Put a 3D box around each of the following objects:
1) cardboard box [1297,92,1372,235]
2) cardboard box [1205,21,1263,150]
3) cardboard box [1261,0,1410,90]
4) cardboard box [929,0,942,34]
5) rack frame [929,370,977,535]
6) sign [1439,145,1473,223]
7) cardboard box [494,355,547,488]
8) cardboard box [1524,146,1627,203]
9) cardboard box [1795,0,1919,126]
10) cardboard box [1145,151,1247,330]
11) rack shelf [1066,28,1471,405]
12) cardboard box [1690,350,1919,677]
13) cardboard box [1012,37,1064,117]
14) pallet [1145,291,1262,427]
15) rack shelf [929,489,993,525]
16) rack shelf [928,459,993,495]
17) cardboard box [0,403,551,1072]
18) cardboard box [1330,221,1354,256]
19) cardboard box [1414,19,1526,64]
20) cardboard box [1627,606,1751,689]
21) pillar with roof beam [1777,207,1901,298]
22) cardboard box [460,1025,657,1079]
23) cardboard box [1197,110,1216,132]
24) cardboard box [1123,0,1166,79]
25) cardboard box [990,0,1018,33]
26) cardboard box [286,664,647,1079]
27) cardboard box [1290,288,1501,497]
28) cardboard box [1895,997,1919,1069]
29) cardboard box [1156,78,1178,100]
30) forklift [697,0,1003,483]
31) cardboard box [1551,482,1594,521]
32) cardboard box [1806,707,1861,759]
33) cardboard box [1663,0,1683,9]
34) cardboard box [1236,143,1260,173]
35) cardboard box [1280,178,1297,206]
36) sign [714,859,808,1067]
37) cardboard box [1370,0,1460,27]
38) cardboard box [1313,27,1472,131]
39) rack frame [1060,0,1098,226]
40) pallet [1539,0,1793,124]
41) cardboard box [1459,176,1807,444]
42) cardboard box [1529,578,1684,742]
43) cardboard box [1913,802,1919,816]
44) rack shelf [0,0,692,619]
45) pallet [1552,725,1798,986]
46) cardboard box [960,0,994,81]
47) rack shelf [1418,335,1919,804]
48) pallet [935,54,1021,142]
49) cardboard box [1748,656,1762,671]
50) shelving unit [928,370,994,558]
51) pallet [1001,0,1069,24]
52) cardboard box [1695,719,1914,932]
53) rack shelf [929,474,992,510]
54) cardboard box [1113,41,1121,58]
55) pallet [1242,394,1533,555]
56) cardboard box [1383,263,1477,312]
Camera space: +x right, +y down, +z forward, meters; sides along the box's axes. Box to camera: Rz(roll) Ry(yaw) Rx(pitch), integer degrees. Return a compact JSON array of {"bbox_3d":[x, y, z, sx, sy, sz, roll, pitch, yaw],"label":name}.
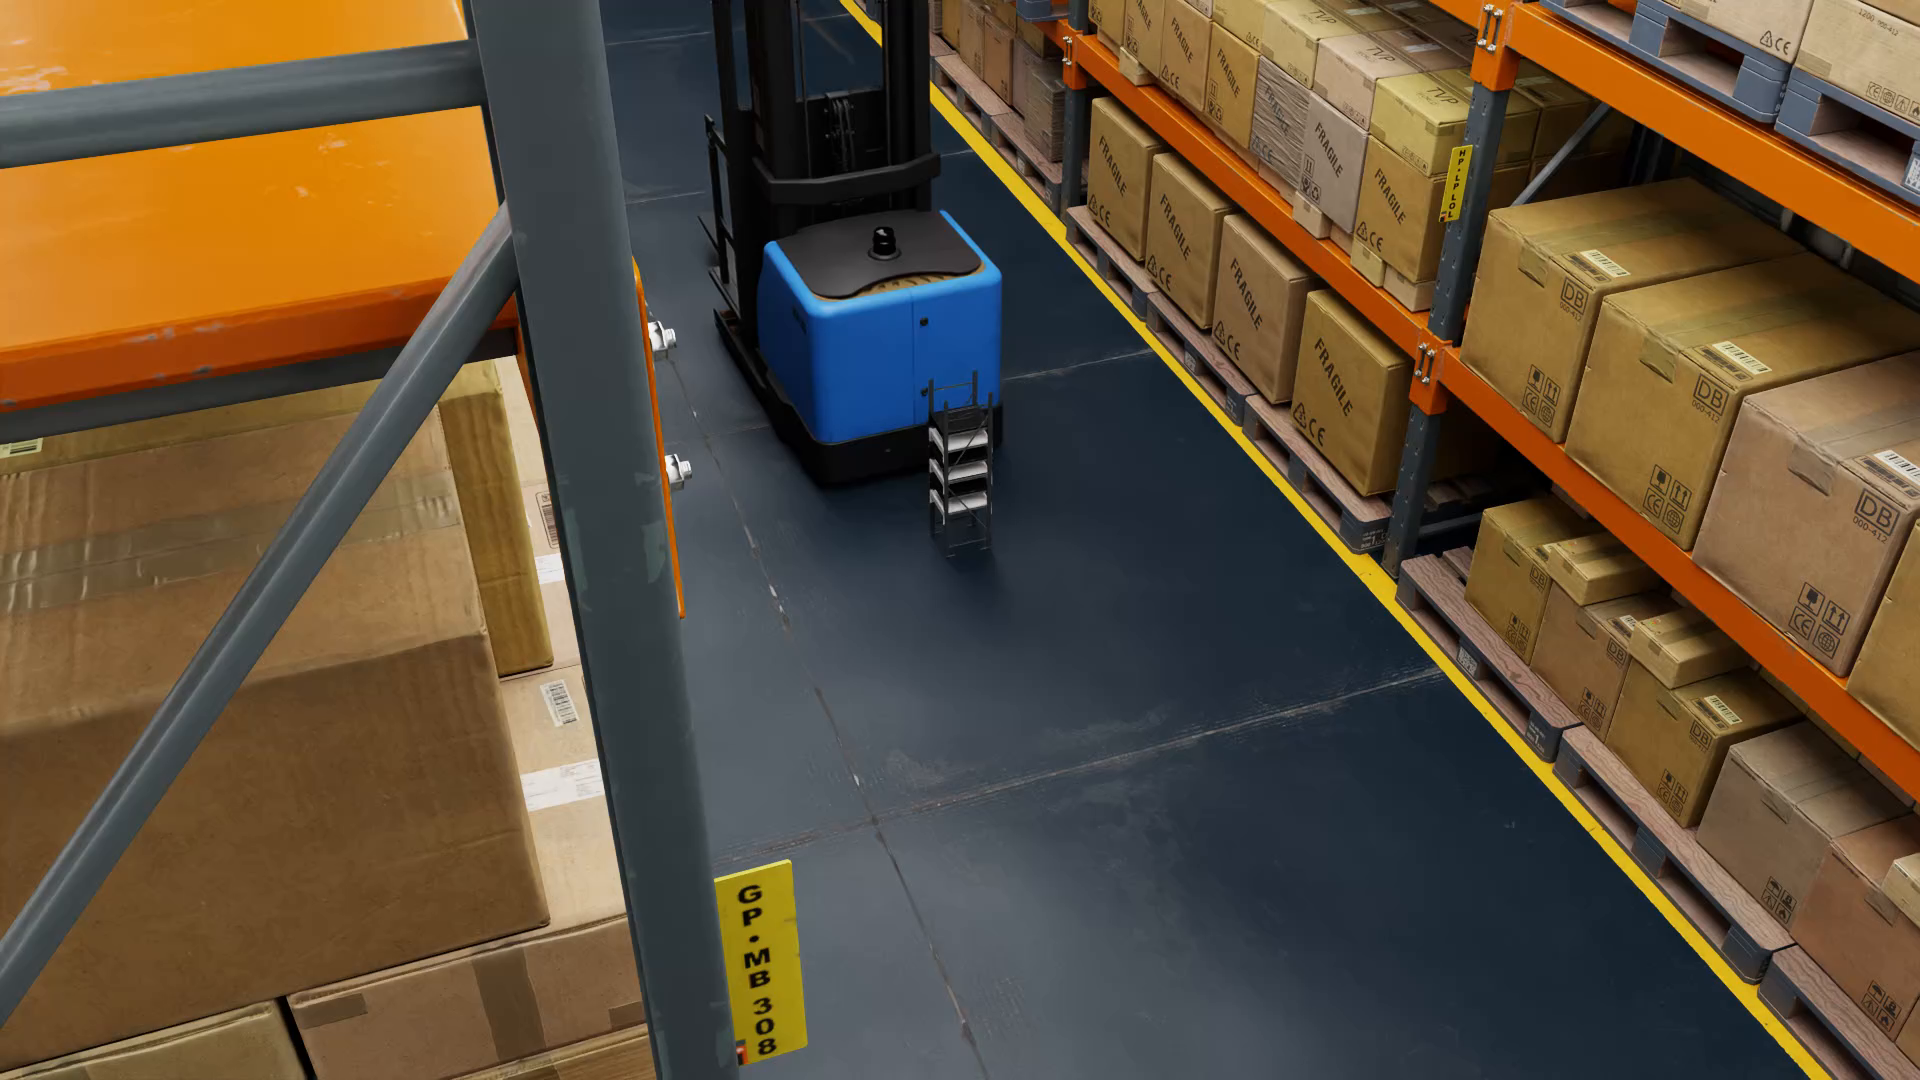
[{"bbox_3d":[1.953,-1.801,7.801,0.500,0.500,0.500,-12,39,-16],"label":"cardboard box"},{"bbox_3d":[1.611,-2.368,8.554,0.500,0.500,0.500,-11,38,-15],"label":"cardboard box"},{"bbox_3d":[1.790,-2.396,7.968,0.500,0.250,0.500,-12,39,-15],"label":"cardboard box"},{"bbox_3d":[0.049,-4.424,13.342,0.700,0.500,0.500,-11,38,-14],"label":"cardboard box"},{"bbox_3d":[-0.032,-0.412,8.049,0.240,0.900,0.006,-12,39,-16],"label":"rack frame"},{"bbox_3d":[2.027,-1.453,6.789,0.100,0.325,0.005,-12,39,-16],"label":"sign"},{"bbox_3d":[-1.016,-0.100,3.105,0.500,0.250,0.500,-12,39,-16],"label":"cardboard box"},{"bbox_3d":[2.612,-1.619,7.559,0.500,0.500,0.500,-14,39,-17],"label":"cardboard box"},{"bbox_3d":[2.869,-1.462,4.897,0.500,0.250,0.500,-13,39,-17],"label":"cardboard box"},{"bbox_3d":[1.582,-1.770,9.544,0.750,0.750,0.750,-13,39,-16],"label":"cardboard box"},{"bbox_3d":[1.845,-1.982,8.987,1.077,0.370,4.000,-12,39,-16],"label":"rack shelf"},{"bbox_3d":[3.210,-0.127,5.677,0.980,0.700,0.700,-14,39,-18],"label":"cardboard box"},{"bbox_3d":[0.792,-3.288,11.834,0.700,0.500,0.500,-13,39,-16],"label":"cardboard box"},{"bbox_3d":[1.773,-1.137,9.584,1.003,0.211,1.213,-12,39,-16],"label":"pallet"},{"bbox_3d":[0.003,-0.184,8.102,0.258,0.077,0.200,-12,39,-16],"label":"rack shelf"},{"bbox_3d":[0.003,-0.328,7.993,0.258,0.077,0.200,-12,39,-16],"label":"rack shelf"},{"bbox_3d":[-0.932,0.223,2.053,0.700,0.500,0.500,-12,39,-16],"label":"cardboard box"},{"bbox_3d":[1.995,-1.473,7.905,0.380,0.149,0.250,-11,38,-15],"label":"cardboard box"},{"bbox_3d":[2.433,-2.214,7.726,0.500,0.250,0.500,-12,39,-15],"label":"cardboard box"},{"bbox_3d":[2.821,0.402,6.413,0.380,0.149,0.250,-14,39,-17],"label":"cardboard box"},{"bbox_3d":[-0.456,-2.428,3.995,9.100,9.000,0.400,-12,39,-16],"label":"pillar with roof beam"},{"bbox_3d":[-0.678,0.666,2.504,0.500,0.250,0.500,-12,39,-16],"label":"cardboard box"},{"bbox_3d":[1.522,-2.352,9.072,0.380,0.149,0.250,-12,39,-15],"label":"cardboard box"},{"bbox_3d":[1.255,-2.941,9.314,0.500,0.500,0.500,-11,38,-14],"label":"cardboard box"},{"bbox_3d":[0.541,-3.897,12.019,0.500,0.250,0.500,-13,39,-16],"label":"cardboard box"},{"bbox_3d":[-0.672,0.466,2.355,0.500,0.250,0.500,-12,39,-16],"label":"cardboard box"},{"bbox_3d":[2.188,-0.789,8.242,0.750,0.750,0.750,-12,39,-15],"label":"cardboard box"},{"bbox_3d":[3.575,1.576,5.393,0.700,0.500,0.500,-12,39,-16],"label":"cardboard box"},{"bbox_3d":[1.345,-2.645,9.460,0.380,0.149,0.250,-13,39,-16],"label":"cardboard box"},{"bbox_3d":[-0.802,-2.347,8.929,1.130,2.935,3.031,-14,39,-18],"label":"forklift"},{"bbox_3d":[2.831,-0.248,7.275,0.380,0.149,0.250,-13,39,-16],"label":"cardboard box"},{"bbox_3d":[3.368,0.630,6.110,0.380,0.149,0.250,-12,39,-15],"label":"cardboard box"},{"bbox_3d":[2.524,-2.041,5.666,0.500,0.250,0.500,-13,39,-16],"label":"cardboard box"},{"bbox_3d":[1.675,-2.059,8.683,0.380,0.149,0.250,-11,38,-15],"label":"cardboard box"},{"bbox_3d":[1.827,-1.762,8.288,0.380,0.149,0.250,-12,39,-16],"label":"cardboard box"},{"bbox_3d":[-0.231,0.488,1.890,0.100,0.325,0.005,-12,39,-16],"label":"sign"},{"bbox_3d":[2.256,-2.496,8.101,0.500,0.250,0.500,-14,39,-17],"label":"cardboard box"},{"bbox_3d":[1.966,-2.108,7.585,0.500,0.250,0.500,-12,39,-15],"label":"cardboard box"},{"bbox_3d":[1.157,-3.399,10.270,1.000,3.000,0.127,-12,39,-16],"label":"rack frame"},{"bbox_3d":[2.805,-1.838,5.778,1.003,0.211,1.213,-12,39,-16],"label":"pallet"},{"bbox_3d":[2.705,-0.950,6.769,0.980,0.700,0.700,-12,39,-15],"label":"cardboard box"},{"bbox_3d":[2.864,0.419,6.929,0.700,0.500,0.500,-13,39,-16],"label":"cardboard box"},{"bbox_3d":[3.545,0.918,5.727,0.380,0.149,0.250,-12,39,-16],"label":"cardboard box"},{"bbox_3d":[-1.428,-1.090,2.818,1.077,0.370,4.000,-12,39,-16],"label":"rack shelf"},{"bbox_3d":[3.145,1.110,6.601,1.003,0.211,1.213,-12,39,-16],"label":"pallet"},{"bbox_3d":[0.412,-3.846,12.575,0.700,0.500,0.500,-12,39,-15],"label":"cardboard box"},{"bbox_3d":[3.222,0.277,5.987,1.077,0.370,4.000,-12,39,-16],"label":"rack shelf"},{"bbox_3d":[0.473,-3.415,12.609,1.003,0.211,1.213,-12,39,-16],"label":"pallet"},{"bbox_3d":[3.192,0.341,6.493,0.380,0.149,0.250,-12,39,-15],"label":"cardboard box"},{"bbox_3d":[0.003,-0.355,7.973,0.258,0.900,0.210,-12,39,-16],"label":"shelving unit"},{"bbox_3d":[0.812,-3.703,10.833,1.213,0.211,1.003,-12,39,-16],"label":"pallet"},{"bbox_3d":[3.229,1.009,6.146,0.700,0.500,0.500,-14,39,-17],"label":"cardboard box"},{"bbox_3d":[0.003,-0.256,8.047,0.258,0.077,0.200,-12,39,-16],"label":"rack shelf"},{"bbox_3d":[1.131,-2.929,9.838,0.380,0.149,0.250,-12,39,-15],"label":"cardboard box"},{"bbox_3d":[2.197,-0.446,8.667,1.003,0.211,1.213,-12,39,-16],"label":"pallet"},{"bbox_3d":[2.151,-1.180,7.515,0.380,0.149,0.250,-12,39,-16],"label":"cardboard box"}]
